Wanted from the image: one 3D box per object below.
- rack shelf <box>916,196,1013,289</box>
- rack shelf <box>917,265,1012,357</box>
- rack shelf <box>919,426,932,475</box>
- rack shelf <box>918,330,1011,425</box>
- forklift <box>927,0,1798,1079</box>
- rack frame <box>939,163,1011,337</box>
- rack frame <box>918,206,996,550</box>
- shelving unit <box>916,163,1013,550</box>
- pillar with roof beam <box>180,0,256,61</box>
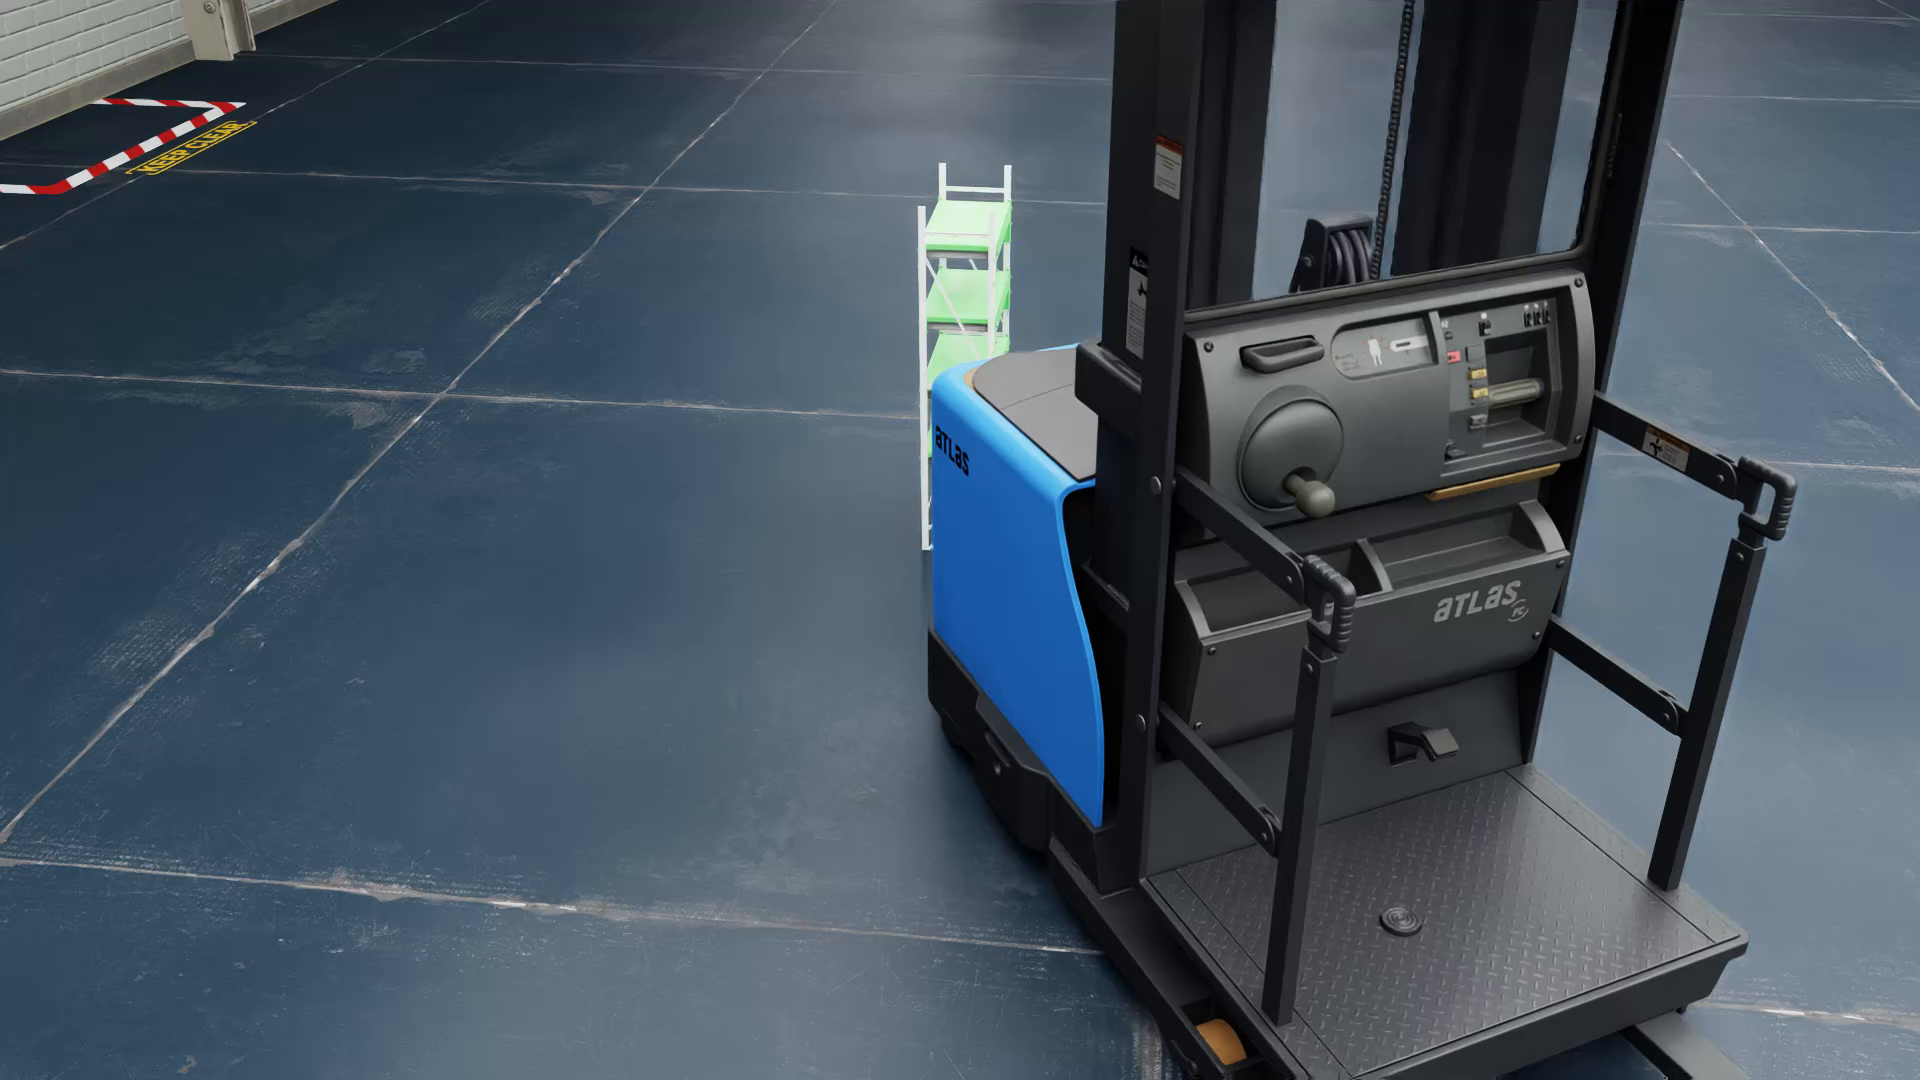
[{"bbox_3d":[0.020,-0.972,5.413,0.258,0.148,0.480,3,28,6],"label":"rack shelf"},{"bbox_3d":[0.020,-0.761,5.527,0.258,0.148,0.480,3,28,6],"label":"rack shelf"},{"bbox_3d":[0.020,-0.339,5.754,0.258,0.148,0.480,3,28,6],"label":"rack shelf"},{"bbox_3d":[0.020,-0.550,5.640,0.258,0.148,0.480,3,28,6],"label":"rack shelf"},{"bbox_3d":[0.965,-0.249,3.123,1.130,2.935,3.031,-12,30,-21],"label":"forklift"},{"bbox_3d":[0.050,-0.721,5.823,0.240,1.200,0.015,3,28,6],"label":"rack frame"},{"bbox_3d":[-0.010,-0.491,5.397,0.240,1.200,0.015,3,28,6],"label":"rack frame"},{"bbox_3d":[0.020,-0.606,5.610,0.258,1.200,0.503,3,28,6],"label":"shelving unit"},{"bbox_3d":[-1.284,-7.380,9.961,9.100,9.000,0.400,3,28,6],"label":"pillar with roof beam"}]
